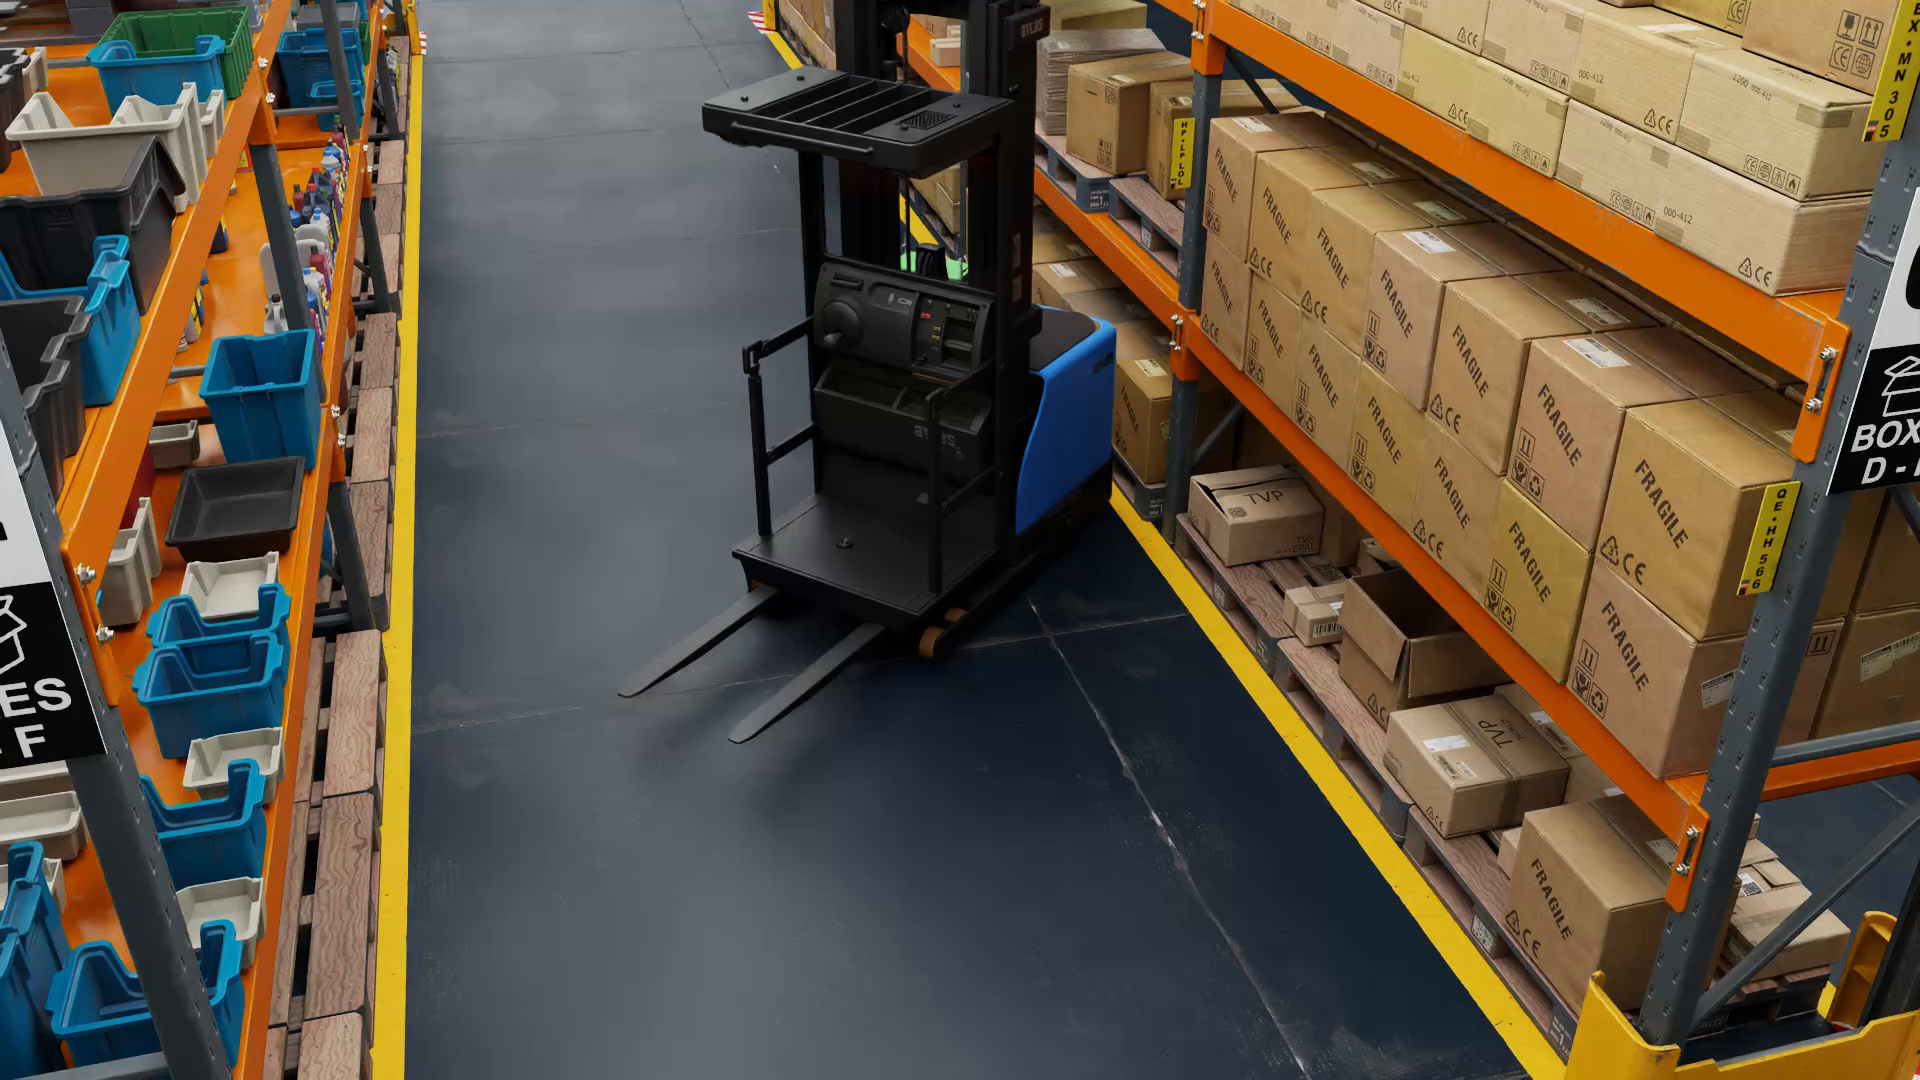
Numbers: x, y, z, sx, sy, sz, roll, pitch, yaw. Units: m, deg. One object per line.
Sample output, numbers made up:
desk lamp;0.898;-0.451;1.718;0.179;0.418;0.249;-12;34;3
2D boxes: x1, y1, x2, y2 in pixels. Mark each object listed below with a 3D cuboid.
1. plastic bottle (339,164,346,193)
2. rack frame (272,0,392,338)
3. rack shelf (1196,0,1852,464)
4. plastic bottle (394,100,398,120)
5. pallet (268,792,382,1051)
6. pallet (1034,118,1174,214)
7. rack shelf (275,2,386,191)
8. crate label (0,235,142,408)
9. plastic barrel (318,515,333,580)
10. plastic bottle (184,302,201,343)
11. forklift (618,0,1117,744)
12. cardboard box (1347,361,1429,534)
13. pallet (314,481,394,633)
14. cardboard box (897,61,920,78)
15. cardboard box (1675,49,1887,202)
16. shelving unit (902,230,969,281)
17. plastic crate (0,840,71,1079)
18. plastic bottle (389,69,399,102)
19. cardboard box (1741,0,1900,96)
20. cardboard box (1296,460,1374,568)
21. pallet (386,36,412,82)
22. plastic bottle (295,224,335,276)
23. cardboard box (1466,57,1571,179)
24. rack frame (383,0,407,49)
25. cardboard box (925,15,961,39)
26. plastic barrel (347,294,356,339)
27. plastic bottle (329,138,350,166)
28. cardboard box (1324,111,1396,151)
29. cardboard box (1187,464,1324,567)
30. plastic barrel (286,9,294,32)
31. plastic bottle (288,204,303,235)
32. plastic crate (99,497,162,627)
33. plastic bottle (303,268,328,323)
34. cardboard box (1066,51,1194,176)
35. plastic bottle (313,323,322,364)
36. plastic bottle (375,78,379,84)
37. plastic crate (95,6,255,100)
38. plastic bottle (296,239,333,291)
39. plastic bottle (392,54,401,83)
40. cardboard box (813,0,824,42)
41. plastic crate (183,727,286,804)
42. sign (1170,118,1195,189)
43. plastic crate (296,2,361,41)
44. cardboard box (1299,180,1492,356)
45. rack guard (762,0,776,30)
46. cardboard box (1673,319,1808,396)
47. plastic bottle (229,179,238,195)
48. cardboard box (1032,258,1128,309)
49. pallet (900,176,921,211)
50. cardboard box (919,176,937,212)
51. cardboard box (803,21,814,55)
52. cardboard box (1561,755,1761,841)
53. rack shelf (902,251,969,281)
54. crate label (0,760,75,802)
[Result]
plastic bottle;-3.605;-2.099;9.580;0.097;0.201;0.097;0;30;0
rack frame;-4.276;-2.634;10.307;1.000;3.000;0.127;-8;31;-13
rack shelf;2.093;-1.380;5.864;1.077;0.370;4.000;-8;31;-13
plastic bottle;-5.000;-3.788;14.584;0.097;0.271;0.097;0;30;0
pallet;-2.654;1.445;6.043;1.003;0.211;1.213;-8;31;-13
pallet;1.021;-2.269;9.868;1.003;0.211;1.213;-8;31;-13
rack shelf;-4.807;-3.289;12.156;1.077;0.370;4.000;-8;31;-13
crate label;-2.086;-0.493;3.761;0.408;0.251;0.502;-8;31;-13
plastic barrel;-3.342;-0.241;7.847;0.600;0.901;0.708;-8;31;-13
plastic bottle;-3.635;-1.101;7.706;0.144;0.351;0.185;-8;31;-13
forklift;-0.388;-0.967;7.495;1.130;2.935;3.031;18;34;27
cardboard box;1.841;-0.386;6.322;0.500;0.500;0.500;-8;31;-14
pallet;-3.379;0.126;8.321;1.003;0.211;1.213;-8;31;-13
cardboard box;-0.564;-3.982;14.401;0.500;0.311;0.500;-8;31;-14
cardboard box;2.242;-1.091;4.297;0.500;0.250;0.500;-8;31;-13
shelving unit;-0.145;-1.115;9.479;0.503;1.200;0.258;17;34;27
plastic crate;-2.422;1.052;3.844;0.616;0.435;0.499;-8;31;-13
plastic bottle;-5.202;-4.146;15.124;0.144;0.351;0.185;-9;31;-15
cardboard box;2.472;-1.447;4.164;0.700;0.500;0.500;-8;31;-13
cardboard box;1.987;-0.230;8.209;0.500;0.500;0.500;-8;31;-13
pallet;-6.123;-4.868;16.949;1.003;0.211;1.213;-8;31;-13
plastic bottle;-3.277;-1.482;8.440;0.152;0.276;0.135;-8;31;-13
cardboard box;1.966;-1.356;5.254;0.500;0.250;0.500;-8;31;-13
rack frame;-6.399;-6.498;16.982;1.000;3.000;0.127;-8;31;-13
cardboard box;0.040;-4.142;12.813;0.500;0.500;0.500;-10;31;-16
plastic barrel;-4.130;-1.643;10.341;0.600;0.830;0.708;-8;31;-13
plastic bottle;-3.744;-2.351;10.016;0.097;0.201;0.097;0;30;0
cardboard box;1.946;-1.625;7.466;0.500;0.500;0.500;-8;31;-13
cardboard box;1.465;-0.154;8.267;0.500;0.311;0.500;-8;31;-13
plastic barrel;-5.100;-3.779;12.149;0.433;0.535;0.433;0;30;0
plastic bottle;-3.472;-1.614;8.673;0.097;0.271;0.097;0;30;0
plastic crate;-2.987;0.085;5.667;0.437;0.282;0.530;-8;31;-13
plastic bottle;-3.071;-1.157;7.883;0.097;0.271;0.097;0;30;0
cardboard box;1.034;-2.429;9.433;0.700;0.500;0.500;-16;34;-26
plastic bottle;-2.900;-0.886;7.402;0.061;0.283;0.133;-8;31;-13
plastic bottle;-5.307;-4.075;15.080;0.097;0.271;0.097;0;30;0
plastic crate;-2.810;-1.744;5.987;0.450;0.188;0.662;-8;31;-13
plastic bottle;-3.216;-1.370;8.246;0.152;0.276;0.135;-8;31;-13
plastic bottle;-5.412;-4.488;15.790;0.152;0.276;0.135;-9;31;-15
cardboard box;-1.153;-5.218;16.348;0.500;0.500;0.500;-8;31;-13
plastic crate;-2.086;0.661;4.817;0.250;0.136;0.298;-8;31;-13
sign;1.028;-1.785;7.683;0.100;0.325;0.005;-8;31;-13
plastic crate;-4.410;-3.483;11.709;0.402;0.464;0.583;-8;31;-13
cardboard box;1.690;-1.073;6.511;0.500;0.500;0.500;-9;31;-15
rack guard;-1.629;-6.085;18.763;1.175;0.500;0.348;-8;31;-13
cardboard box;2.614;-0.404;5.356;0.500;0.500;0.500;-8;31;-13
plastic bottle;-4.235;-2.098;9.579;0.097;0.201;0.097;0;30;0
cardboard box;0.762;-1.395;10.222;0.500;0.500;0.500;-9;31;-15
pallet;0.000;-3.075;13.852;1.003;0.211;1.213;-8;31;-13
cardboard box;-0.014;-2.753;12.837;0.500;0.250;0.500;-8;31;-14
cardboard box;-1.298;-5.133;16.950;0.500;0.250;0.500;-8;31;-13
cardboard box;2.621;1.031;6.281;0.500;0.250;0.500;-8;31;-13
rack shelf;-0.145;-1.476;9.271;0.480;0.148;0.258;17;34;27
crate label;-2.704;0.675;4.793;0.396;0.136;0.243;-8;31;-13
